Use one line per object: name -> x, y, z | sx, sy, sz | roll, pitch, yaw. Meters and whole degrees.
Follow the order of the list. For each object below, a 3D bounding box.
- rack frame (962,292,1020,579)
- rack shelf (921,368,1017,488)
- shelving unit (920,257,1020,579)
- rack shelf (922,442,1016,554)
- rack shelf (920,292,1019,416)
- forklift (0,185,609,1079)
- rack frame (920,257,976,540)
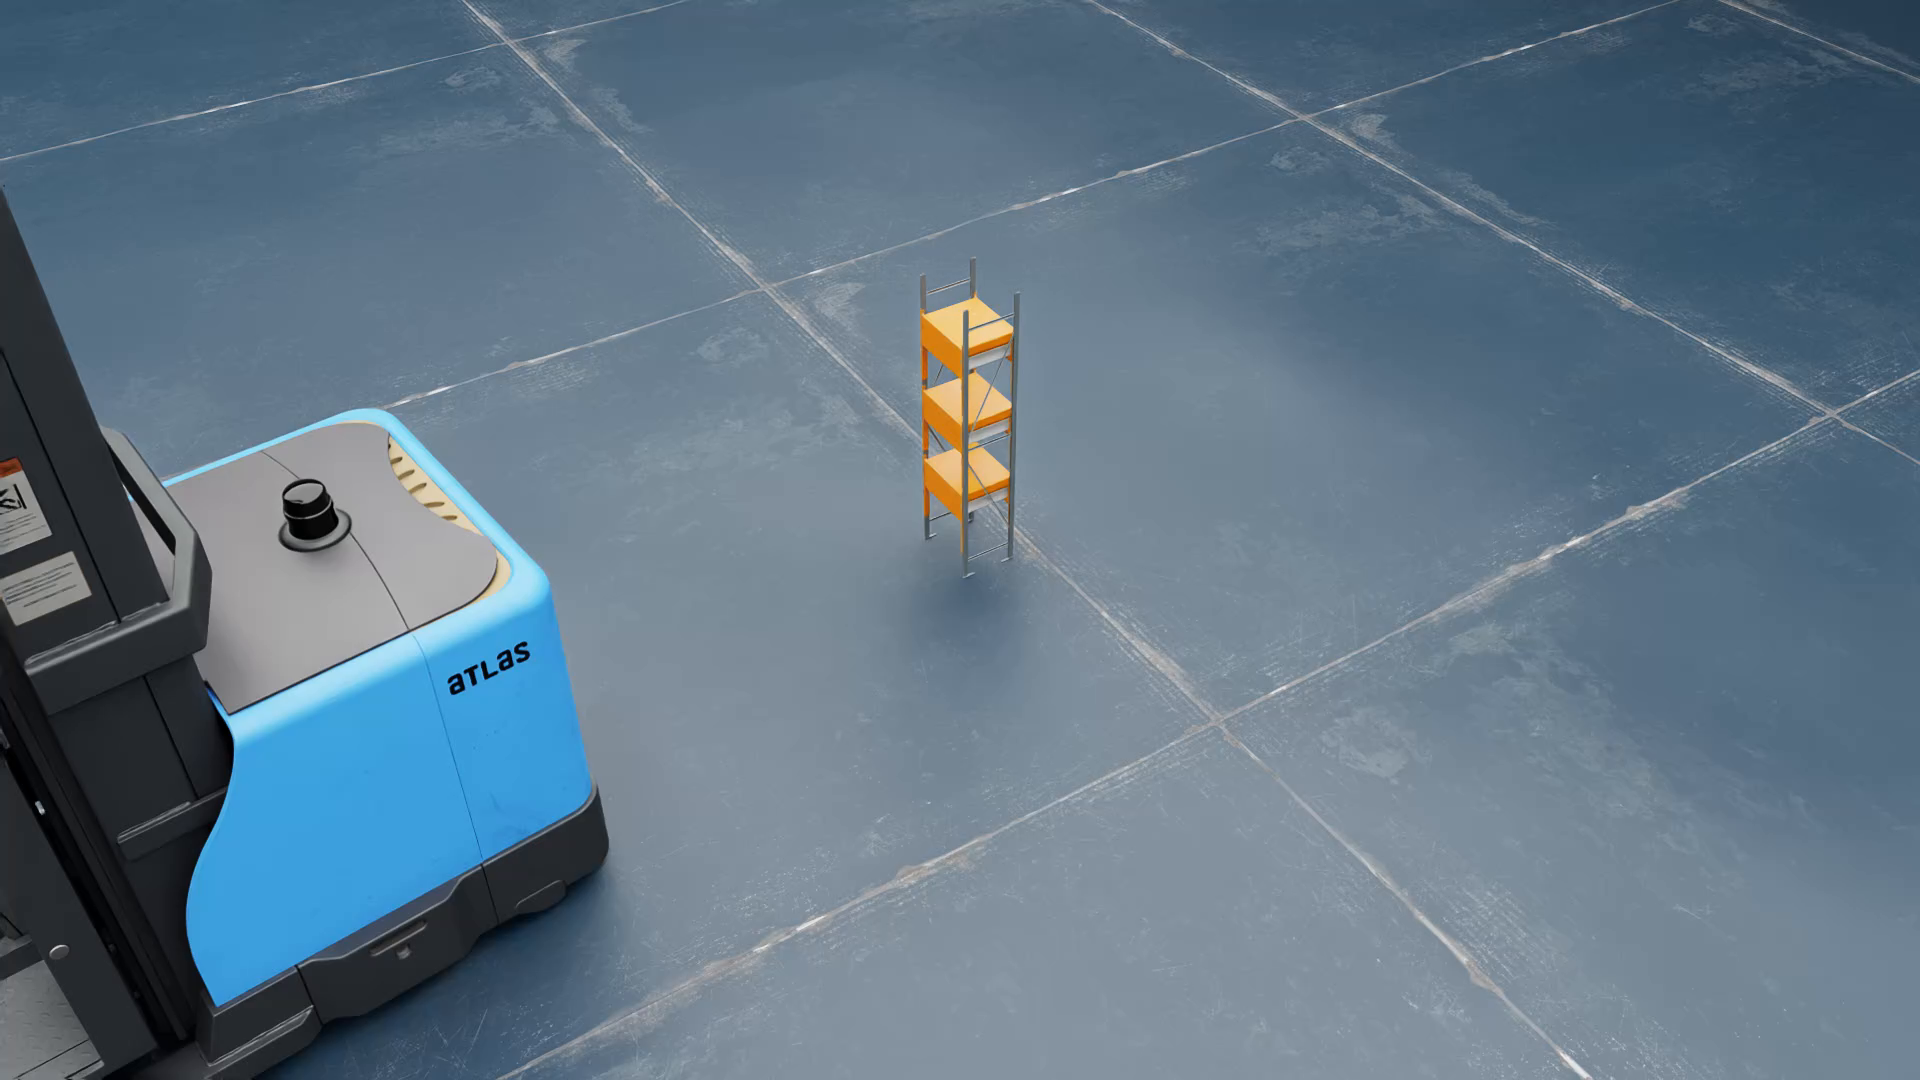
rack frame -> 0.094, -0.309, 5.300 | 0.200, 1.050, 0.008 | -22, 45, -24
rack shelf -> 0.029, -0.366, 5.386 | 0.215, 0.259, 0.240 | -22, 45, -24
shelving unit -> 0.029, -0.374, 5.379 | 0.215, 1.050, 0.252 | -22, 45, -24
rack shelf -> 0.029, -0.153, 5.564 | 0.215, 0.259, 0.240 | -22, 45, -24
rack shelf -> 0.029, -0.584, 5.204 | 0.215, 0.259, 0.240 | -22, 45, -24
forklift -> -2.434, 0.151, 3.279 | 3.031, 2.935, 1.130 | -28, 47, -29
rack frame -> -0.037, -0.440, 5.458 | 0.200, 1.050, 0.008 | -22, 45, -24
